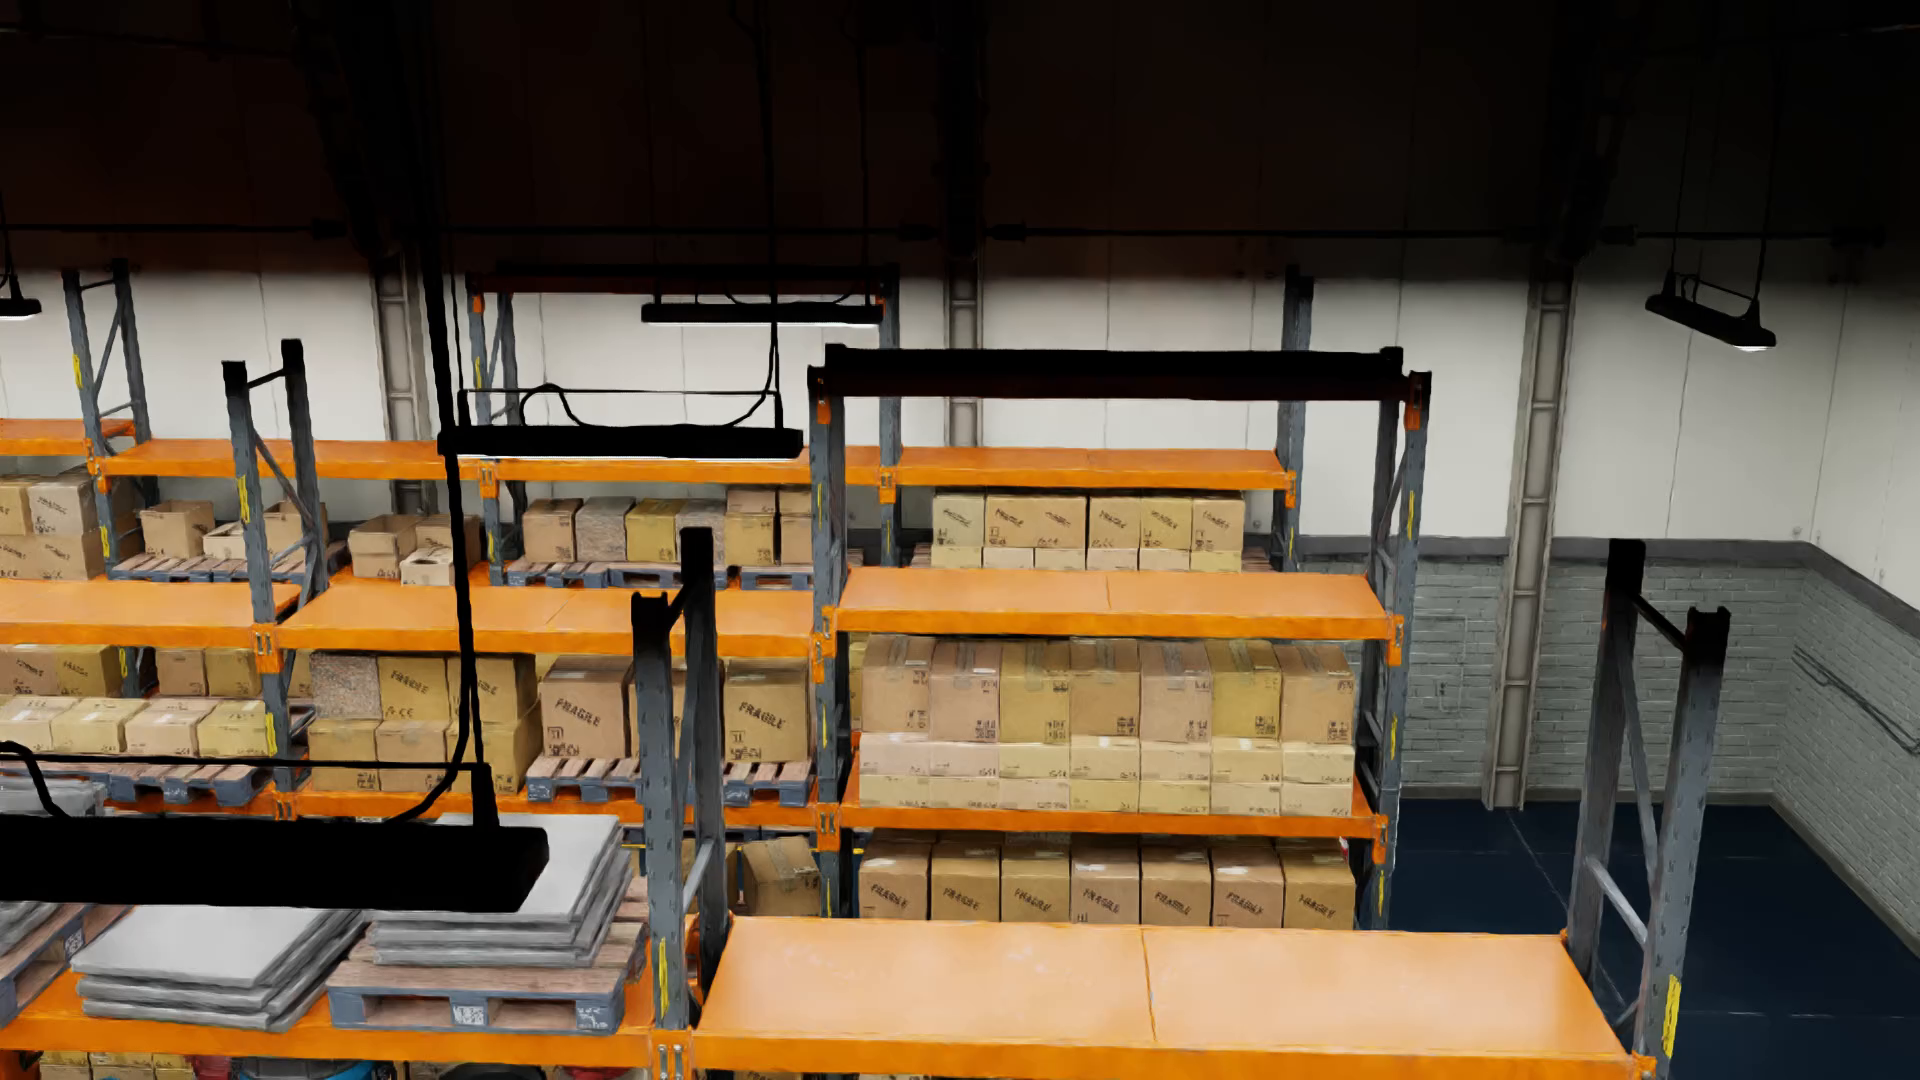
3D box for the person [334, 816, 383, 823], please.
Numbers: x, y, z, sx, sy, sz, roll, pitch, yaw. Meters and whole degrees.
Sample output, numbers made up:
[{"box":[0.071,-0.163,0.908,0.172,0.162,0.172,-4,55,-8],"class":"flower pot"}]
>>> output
[{"box":[-5.656,2.909,15.654,0.998,1.622,0.500,0,16,1],"class":"person"}]
